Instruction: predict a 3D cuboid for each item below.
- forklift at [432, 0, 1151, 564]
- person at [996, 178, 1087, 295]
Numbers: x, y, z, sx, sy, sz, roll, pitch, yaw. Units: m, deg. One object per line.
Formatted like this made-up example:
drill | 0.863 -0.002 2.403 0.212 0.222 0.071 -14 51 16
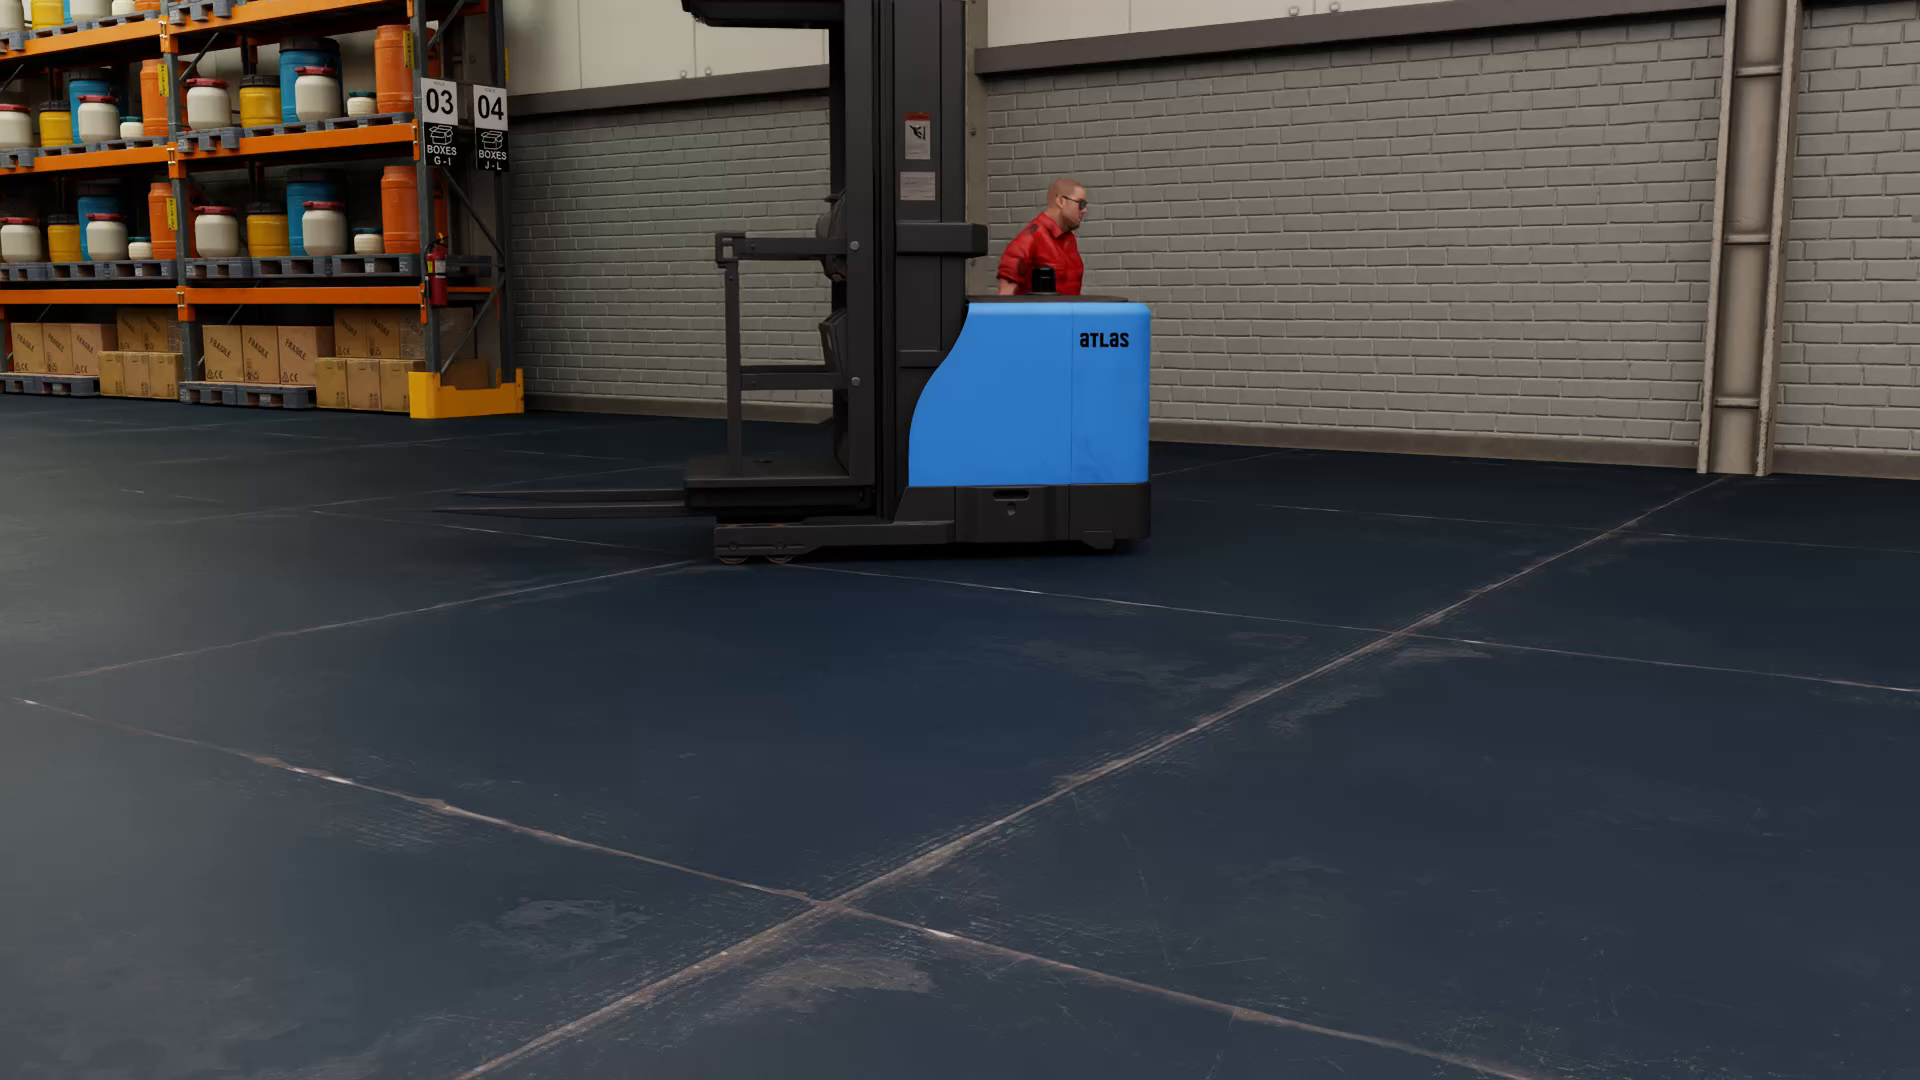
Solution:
forklift | -0.733 -1.429 7.242 3.031 2.935 1.130 -1 8 -8
person | 0.467 -0.983 8.511 0.390 1.700 0.858 5 10 32
